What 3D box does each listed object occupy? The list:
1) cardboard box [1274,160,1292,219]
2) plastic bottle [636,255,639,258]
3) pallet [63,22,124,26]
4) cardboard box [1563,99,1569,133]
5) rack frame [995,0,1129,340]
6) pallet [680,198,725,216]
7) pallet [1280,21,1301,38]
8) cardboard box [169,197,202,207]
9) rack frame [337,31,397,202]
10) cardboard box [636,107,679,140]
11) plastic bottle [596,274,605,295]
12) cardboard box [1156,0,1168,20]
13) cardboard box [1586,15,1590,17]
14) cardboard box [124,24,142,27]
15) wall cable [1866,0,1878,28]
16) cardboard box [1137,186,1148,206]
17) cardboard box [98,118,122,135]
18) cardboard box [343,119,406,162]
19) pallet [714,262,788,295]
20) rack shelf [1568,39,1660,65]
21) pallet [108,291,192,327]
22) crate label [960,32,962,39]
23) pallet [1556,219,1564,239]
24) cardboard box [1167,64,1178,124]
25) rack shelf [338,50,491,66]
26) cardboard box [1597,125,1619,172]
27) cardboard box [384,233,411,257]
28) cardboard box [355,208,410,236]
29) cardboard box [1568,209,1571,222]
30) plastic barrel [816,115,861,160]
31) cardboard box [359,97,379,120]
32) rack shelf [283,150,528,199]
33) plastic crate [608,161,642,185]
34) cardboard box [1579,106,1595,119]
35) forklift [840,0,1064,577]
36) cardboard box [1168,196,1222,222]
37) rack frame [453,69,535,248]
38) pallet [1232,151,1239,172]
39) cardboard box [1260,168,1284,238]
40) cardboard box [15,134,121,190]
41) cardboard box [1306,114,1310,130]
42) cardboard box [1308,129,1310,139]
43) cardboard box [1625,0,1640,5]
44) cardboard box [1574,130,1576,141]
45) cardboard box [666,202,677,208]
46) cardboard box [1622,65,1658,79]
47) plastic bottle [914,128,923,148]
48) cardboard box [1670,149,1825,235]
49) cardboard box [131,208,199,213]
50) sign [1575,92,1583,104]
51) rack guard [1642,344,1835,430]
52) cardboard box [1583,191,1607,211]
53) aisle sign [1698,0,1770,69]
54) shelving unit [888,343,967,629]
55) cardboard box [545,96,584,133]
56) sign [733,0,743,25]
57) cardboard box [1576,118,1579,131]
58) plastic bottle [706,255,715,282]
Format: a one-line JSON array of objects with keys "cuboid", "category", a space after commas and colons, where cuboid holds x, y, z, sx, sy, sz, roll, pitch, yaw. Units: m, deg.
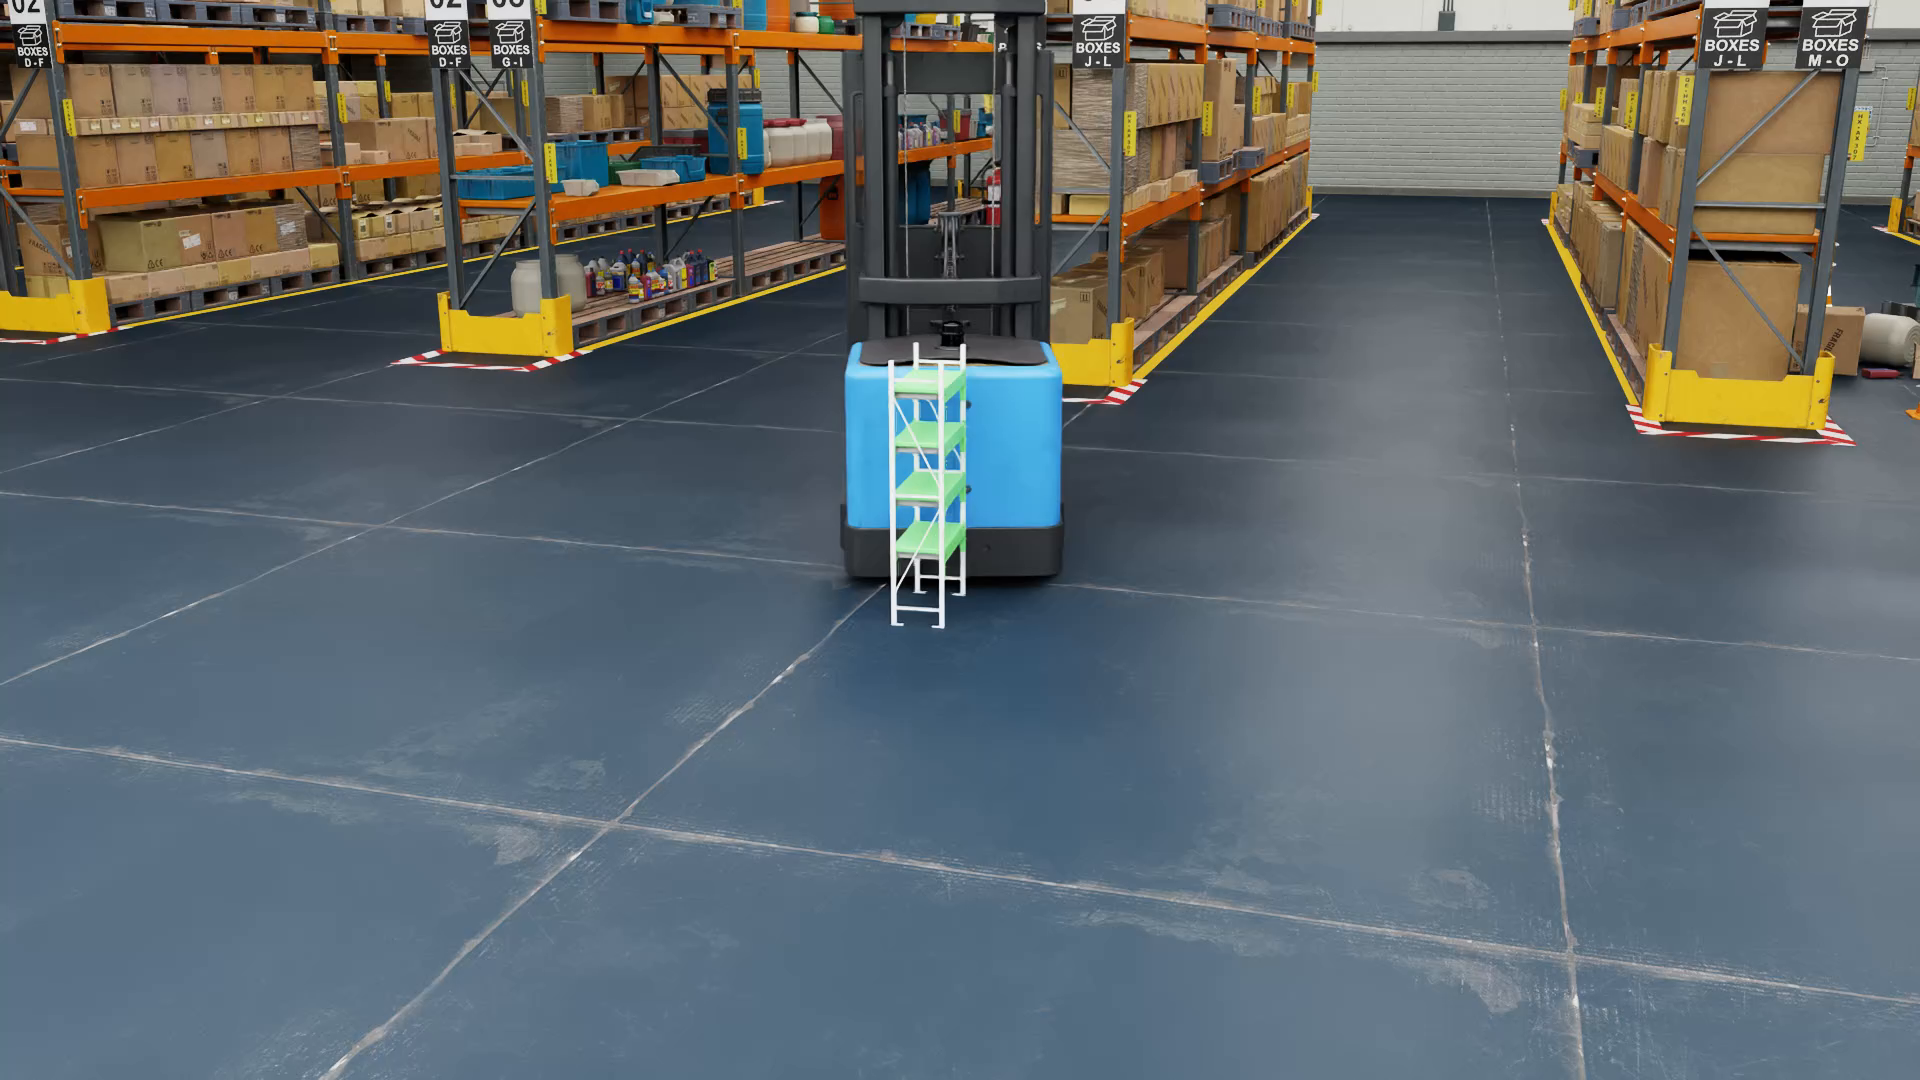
[{"cuboid": [4.440, -5.196, 24.776, 0.875, 0.875, 0.875, 5, 16, 16], "category": "cardboard box"}, {"cuboid": [-3.423, -2.906, 17.763, 0.152, 0.276, 0.135, 5, 17, 18], "category": "plastic bottle"}, {"cuboid": [-11.776, -6.687, 21.754, 1.213, 0.211, 1.003, 5, 16, 16], "category": "pallet"}, {"cuboid": [9.646, -6.580, 25.804, 0.500, 0.500, 0.500, 5, 17, 19], "category": "cardboard box"}, {"cuboid": [0.765, -2.710, 12.888, 1.000, 3.000, 0.127, 5, 16, 16], "category": "rack frame"}, {"cuboid": [-4.780, -5.777, 28.811, 1.003, 0.211, 1.213, 5, 16, 16], "category": "pallet"}, {"cuboid": [4.418, -7.463, 24.311, 1.003, 0.211, 1.213, 5, 16, 16], "category": "pallet"}, {"cuboid": [-11.363, -4.772, 23.932, 0.700, 0.500, 0.500, 5, 17, 17], "category": "cardboard box"}, {"cuboid": [-10.072, -7.002, 28.019, 1.000, 3.000, 0.127, 5, 16, 16], "category": "rack frame"}, {"cuboid": [-4.915, -6.779, 27.050, 0.500, 0.500, 0.500, 5, 17, 17], "category": "cardboard box"}, {"cuboid": [-3.620, -2.570, 16.714, 0.097, 0.201, 0.097, 0, 16, 0], "category": "plastic bottle"}, {"cuboid": [1.435, -4.452, 13.806, 0.500, 0.250, 0.500, 5, 16, 16], "category": "cardboard box"}, {"cuboid": [8.790, -7.191, 22.545, 0.500, 0.250, 0.500, 4, 16, 13], "category": "cardboard box"}, {"cuboid": [-11.666, -7.126, 22.733, 0.797, 0.503, 0.637, 7, 17, 24], "category": "cardboard box"}, {"cuboid": [16.160, -10.524, 29.442, 0.463, 3.000, 0.029, 5, 16, 16], "category": "wall cable"}, {"cuboid": [1.379, -2.906, 14.037, 0.380, 0.149, 0.250, 5, 16, 16], "category": "cardboard box"}, {"cuboid": [-8.341, -3.995, 16.045, 0.380, 0.149, 0.250, 4, 16, 14], "category": "cardboard box"}, {"cuboid": [-7.211, -4.912, 20.465, 0.500, 0.500, 0.500, 6, 17, 20], "category": "cardboard box"}, {"cuboid": [-2.661, -3.008, 19.047, 1.003, 0.211, 1.213, 5, 16, 16], "category": "pallet"}, {"cuboid": [9.471, -7.059, 24.041, 1.077, 0.370, 4.000, 5, 16, 16], "category": "rack shelf"}, {"cuboid": [-8.554, -2.341, 16.697, 1.003, 0.211, 1.213, 5, 16, 16], "category": "pallet"}, {"cuboid": [-0.157, -7.656, 25.310, 0.293, 0.136, 0.466, 5, 16, 16], "category": "crate label"}, {"cuboid": [9.404, -4.596, 24.646, 1.003, 0.211, 1.213, 5, 16, 16], "category": "pallet"}, {"cuboid": [1.609, -3.898, 14.514, 0.500, 0.500, 0.500, 5, 16, 16], "category": "cardboard box"}, {"cuboid": [-9.503, -8.622, 29.553, 1.077, 0.370, 4.000, 5, 16, 16], "category": "rack shelf"}, {"cuboid": [7.379, -4.344, 18.464, 0.500, 0.500, 0.500, 5, 17, 16], "category": "cardboard box"}, {"cuboid": [-7.096, -3.625, 20.383, 0.500, 0.250, 0.500, 5, 17, 17], "category": "cardboard box"}, {"cuboid": [-7.091, -3.894, 20.304, 0.500, 0.311, 0.500, 4, 16, 15], "category": "cardboard box"}, {"cuboid": [8.687, -4.519, 23.176, 0.380, 0.149, 0.250, 5, 17, 17], "category": "cardboard box"}, {"cuboid": [-1.551, -5.108, 21.092, 0.600, 0.536, 0.708, 5, 16, 16], "category": "plastic barrel"}, {"cuboid": [-9.961, -7.063, 27.468, 0.500, 0.500, 0.500, 4, 16, 15], "category": "cardboard box"}, {"cuboid": [-7.026, -4.703, 21.232, 1.077, 0.370, 4.000, 5, 16, 16], "category": "rack shelf"}, {"cuboid": [-3.503, -3.706, 16.786, 0.450, 0.188, 0.662, 5, 16, 16], "category": "plastic crate"}, {"cuboid": [7.835, -5.262, 20.483, 0.380, 0.149, 0.250, 5, 17, 19], "category": "cardboard box"}, {"cuboid": [-0.070, -1.579, 9.025, 1.130, 2.935, 3.031, 0, 16, -2], "category": "forklift"}, {"cuboid": [2.736, -3.856, 19.327, 0.500, 0.250, 0.500, 7, 17, 22], "category": "cardboard box"}, {"cuboid": [-6.458, -5.572, 22.979, 1.000, 3.000, 0.127, 5, 16, 16], "category": "rack frame"}, {"cuboid": [2.515, -4.190, 18.456, 1.003, 0.211, 1.213, 5, 16, 16], "category": "pallet"}, {"cuboid": [3.760, -4.627, 22.769, 1.225, 0.875, 0.875, 4, 16, 14], "category": "cardboard box"}, {"cuboid": [-8.587, -3.649, 16.013, 0.700, 0.500, 0.500, 5, 16, 16], "category": "cardboard box"}, {"cuboid": [5.429, -6.820, 27.106, 0.500, 0.250, 0.500, 4, 16, 15], "category": "cardboard box"}, {"cuboid": [5.527, -6.657, 27.262, 0.380, 0.149, 0.250, 5, 17, 17], "category": "cardboard box"}, {"cuboid": [7.206, -5.710, 17.288, 0.500, 0.250, 0.500, 5, 17, 17], "category": "cardboard box"}, {"cuboid": [7.983, -5.110, 21.041, 0.380, 0.149, 0.250, 4, 16, 15], "category": "cardboard box"}, {"cuboid": [-4.995, -5.630, 27.303, 0.500, 0.311, 0.500, 5, 16, 16], "category": "cardboard box"}, {"cuboid": [9.264, -6.210, 22.666, 0.500, 0.500, 0.500, 5, 17, 17], "category": "cardboard box"}, {"cuboid": [-0.623, -5.819, 24.074, 0.152, 0.276, 0.135, 5, 16, 16], "category": "plastic bottle"}, {"cuboid": [5.554, -2.472, 11.773, 0.875, 0.550, 0.550, 5, 16, 16], "category": "cardboard box"}, {"cuboid": [-8.451, -3.276, 17.778, 0.500, 0.500, 0.500, 5, 16, 16], "category": "cardboard box"}, {"cuboid": [8.380, -5.895, 22.530, 0.100, 0.325, 0.005, 5, 16, 16], "category": "sign"}, {"cuboid": [5.485, -1.090, 11.758, 1.175, 0.500, 0.348, 5, 16, 16], "category": "rack guard"}, {"cuboid": [7.842, -4.085, 20.170, 0.500, 0.250, 0.500, 5, 17, 17], "category": "cardboard box"}, {"cuboid": [5.184, -3.555, 11.100, 0.394, 0.787, 0.004, 5, 16, 16], "category": "aisle sign"}, {"cuboid": [-0.141, -0.253, 7.524, 0.258, 1.200, 0.503, 3, 16, 11], "category": "shelving unit"}, {"cuboid": [-5.944, -6.221, 24.311, 0.700, 0.500, 0.500, 8, 18, 26], "category": "cardboard box"}, {"cuboid": [-2.322, -5.543, 17.360, 0.100, 0.325, 0.005, 5, 16, 16], "category": "sign"}, {"cuboid": [7.907, -5.186, 20.763, 0.380, 0.149, 0.250, 4, 16, 15], "category": "cardboard box"}, {"cuboid": [-2.667, -2.894, 17.708, 0.061, 0.283, 0.133, 5, 17, 19], "category": "plastic bottle"}]
